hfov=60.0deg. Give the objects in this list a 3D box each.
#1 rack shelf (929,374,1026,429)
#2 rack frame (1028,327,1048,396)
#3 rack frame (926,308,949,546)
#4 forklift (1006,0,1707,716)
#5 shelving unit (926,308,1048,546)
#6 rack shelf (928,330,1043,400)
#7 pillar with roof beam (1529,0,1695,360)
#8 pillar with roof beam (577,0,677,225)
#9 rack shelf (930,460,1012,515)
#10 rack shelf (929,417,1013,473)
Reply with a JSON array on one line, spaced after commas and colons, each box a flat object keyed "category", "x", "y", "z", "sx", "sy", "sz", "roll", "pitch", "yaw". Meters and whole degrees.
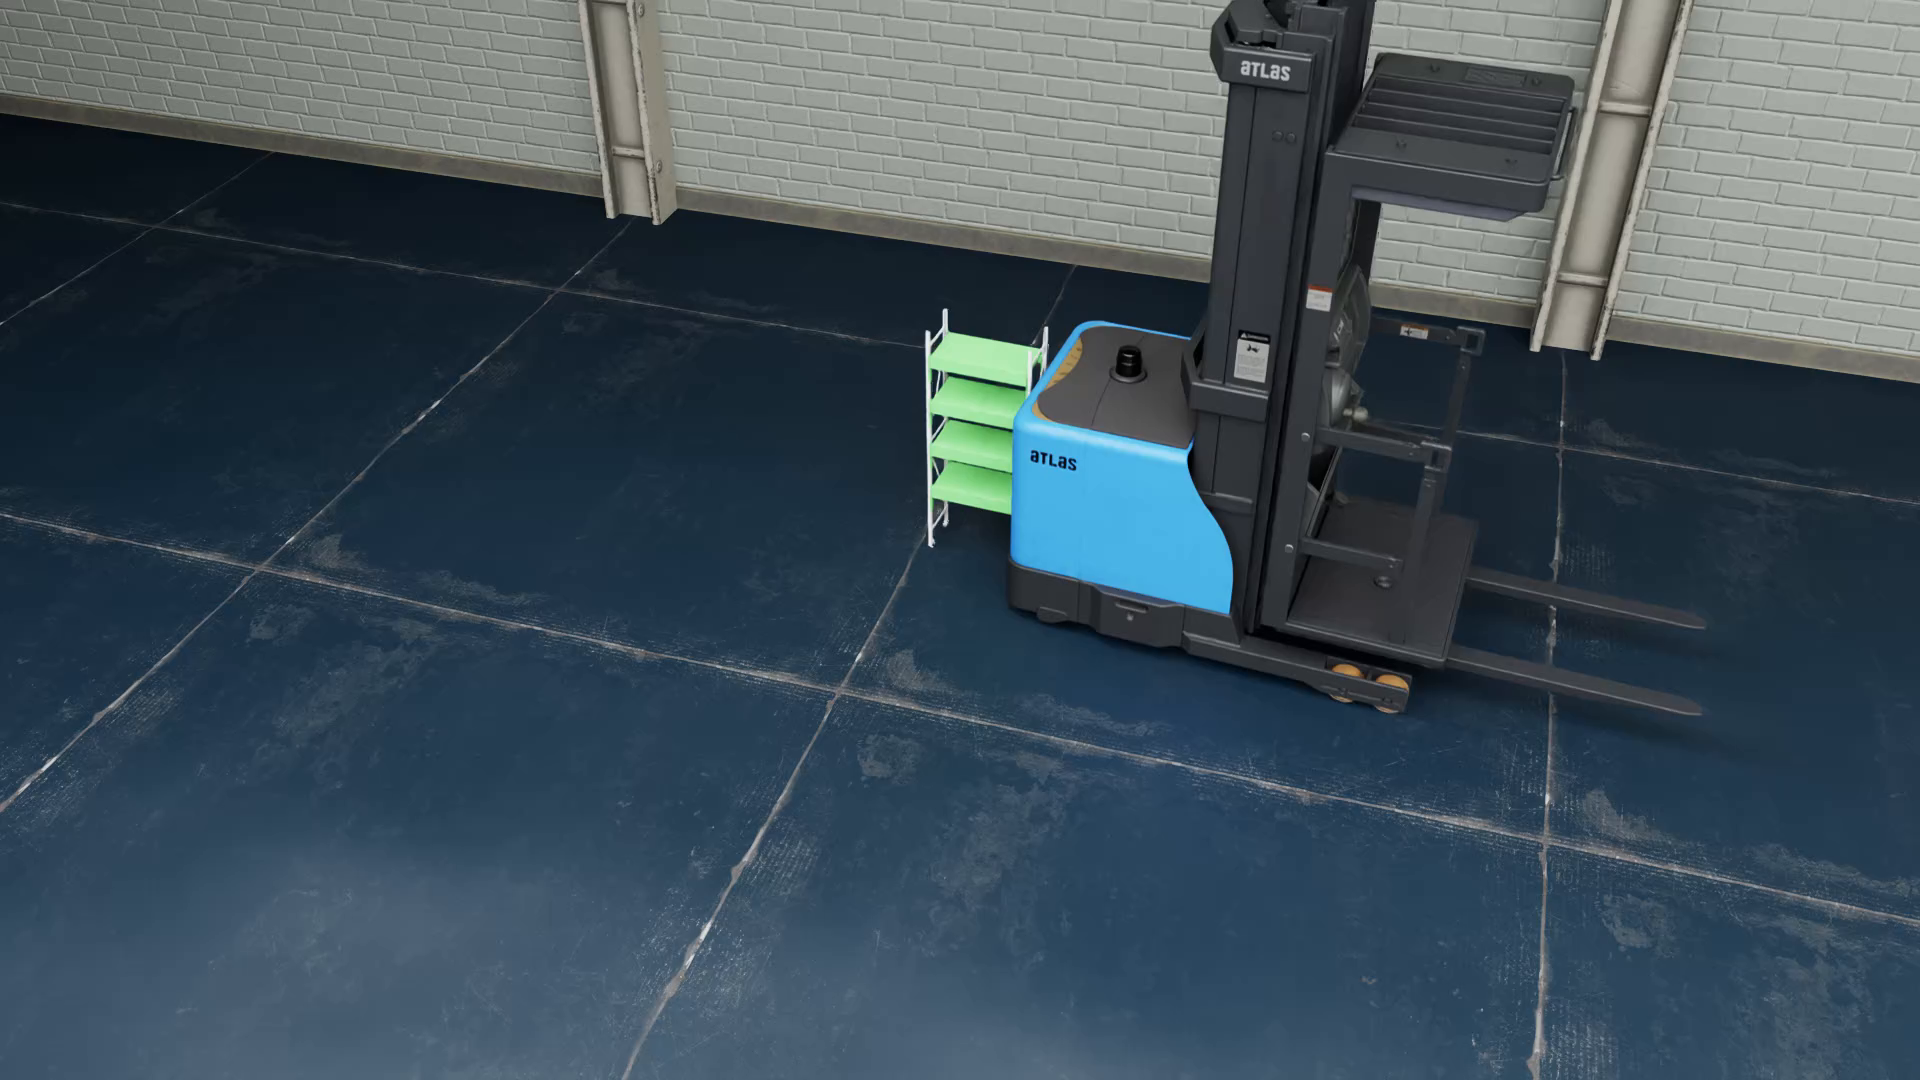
[{"category": "rack shelf", "x": 0.122, "y": -0.610, "z": 7.769, "sx": 0.480, "sy": 0.148, "sz": 0.258, "roll": 13, "pitch": 38, "yaw": 16}, {"category": "rack frame", "x": 0.351, "y": -0.417, "z": 7.805, "sx": 0.015, "sy": 1.200, "sz": 0.240, "roll": 13, "pitch": 38, "yaw": 16}, {"category": "rack frame", "x": -0.107, "y": -0.518, "z": 7.942, "sx": 0.015, "sy": 1.200, "sz": 0.240, "roll": 13, "pitch": 38, "yaw": 16}, {"category": "forklift", "x": 1.786, "y": -0.787, "z": 6.846, "sx": 3.031, "sy": 2.935, "sz": 1.130, "roll": 13, "pitch": 38, "yaw": 17}, {"category": "shelving unit", "x": 0.122, "y": -0.468, "z": 7.873, "sx": 0.503, "sy": 1.200, "sz": 0.258, "roll": 13, "pitch": 38, "yaw": 16}, {"category": "rack shelf", "x": 0.122, "y": -0.803, "z": 7.627, "sx": 0.480, "sy": 0.148, "sz": 0.258, "roll": 13, "pitch": 38, "yaw": 16}, {"category": "pillar with roof beam", "x": 2.294, "y": -2.353, "z": 3.856, "sx": 0.400, "sy": 9.000, "sz": 9.100, "roll": 10, "pitch": 38, "yaw": 14}, {"category": "pillar with roof beam", "x": -3.433, "y": -3.414, "z": 5.297, "sx": 0.400, "sy": 9.000, "sz": 9.100, "roll": 10, "pitch": 38, "yaw": 14}, {"category": "rack shelf", "x": 0.122, "y": -0.223, "z": 8.054, "sx": 0.480, "sy": 0.148, "sz": 0.258, "roll": 13, "pitch": 38, "yaw": 16}, {"category": "rack shelf", "x": 0.122, "y": -0.416, "z": 7.911, "sx": 0.480, "sy": 0.148, "sz": 0.258, "roll": 13, "pitch": 38, "yaw": 16}]
